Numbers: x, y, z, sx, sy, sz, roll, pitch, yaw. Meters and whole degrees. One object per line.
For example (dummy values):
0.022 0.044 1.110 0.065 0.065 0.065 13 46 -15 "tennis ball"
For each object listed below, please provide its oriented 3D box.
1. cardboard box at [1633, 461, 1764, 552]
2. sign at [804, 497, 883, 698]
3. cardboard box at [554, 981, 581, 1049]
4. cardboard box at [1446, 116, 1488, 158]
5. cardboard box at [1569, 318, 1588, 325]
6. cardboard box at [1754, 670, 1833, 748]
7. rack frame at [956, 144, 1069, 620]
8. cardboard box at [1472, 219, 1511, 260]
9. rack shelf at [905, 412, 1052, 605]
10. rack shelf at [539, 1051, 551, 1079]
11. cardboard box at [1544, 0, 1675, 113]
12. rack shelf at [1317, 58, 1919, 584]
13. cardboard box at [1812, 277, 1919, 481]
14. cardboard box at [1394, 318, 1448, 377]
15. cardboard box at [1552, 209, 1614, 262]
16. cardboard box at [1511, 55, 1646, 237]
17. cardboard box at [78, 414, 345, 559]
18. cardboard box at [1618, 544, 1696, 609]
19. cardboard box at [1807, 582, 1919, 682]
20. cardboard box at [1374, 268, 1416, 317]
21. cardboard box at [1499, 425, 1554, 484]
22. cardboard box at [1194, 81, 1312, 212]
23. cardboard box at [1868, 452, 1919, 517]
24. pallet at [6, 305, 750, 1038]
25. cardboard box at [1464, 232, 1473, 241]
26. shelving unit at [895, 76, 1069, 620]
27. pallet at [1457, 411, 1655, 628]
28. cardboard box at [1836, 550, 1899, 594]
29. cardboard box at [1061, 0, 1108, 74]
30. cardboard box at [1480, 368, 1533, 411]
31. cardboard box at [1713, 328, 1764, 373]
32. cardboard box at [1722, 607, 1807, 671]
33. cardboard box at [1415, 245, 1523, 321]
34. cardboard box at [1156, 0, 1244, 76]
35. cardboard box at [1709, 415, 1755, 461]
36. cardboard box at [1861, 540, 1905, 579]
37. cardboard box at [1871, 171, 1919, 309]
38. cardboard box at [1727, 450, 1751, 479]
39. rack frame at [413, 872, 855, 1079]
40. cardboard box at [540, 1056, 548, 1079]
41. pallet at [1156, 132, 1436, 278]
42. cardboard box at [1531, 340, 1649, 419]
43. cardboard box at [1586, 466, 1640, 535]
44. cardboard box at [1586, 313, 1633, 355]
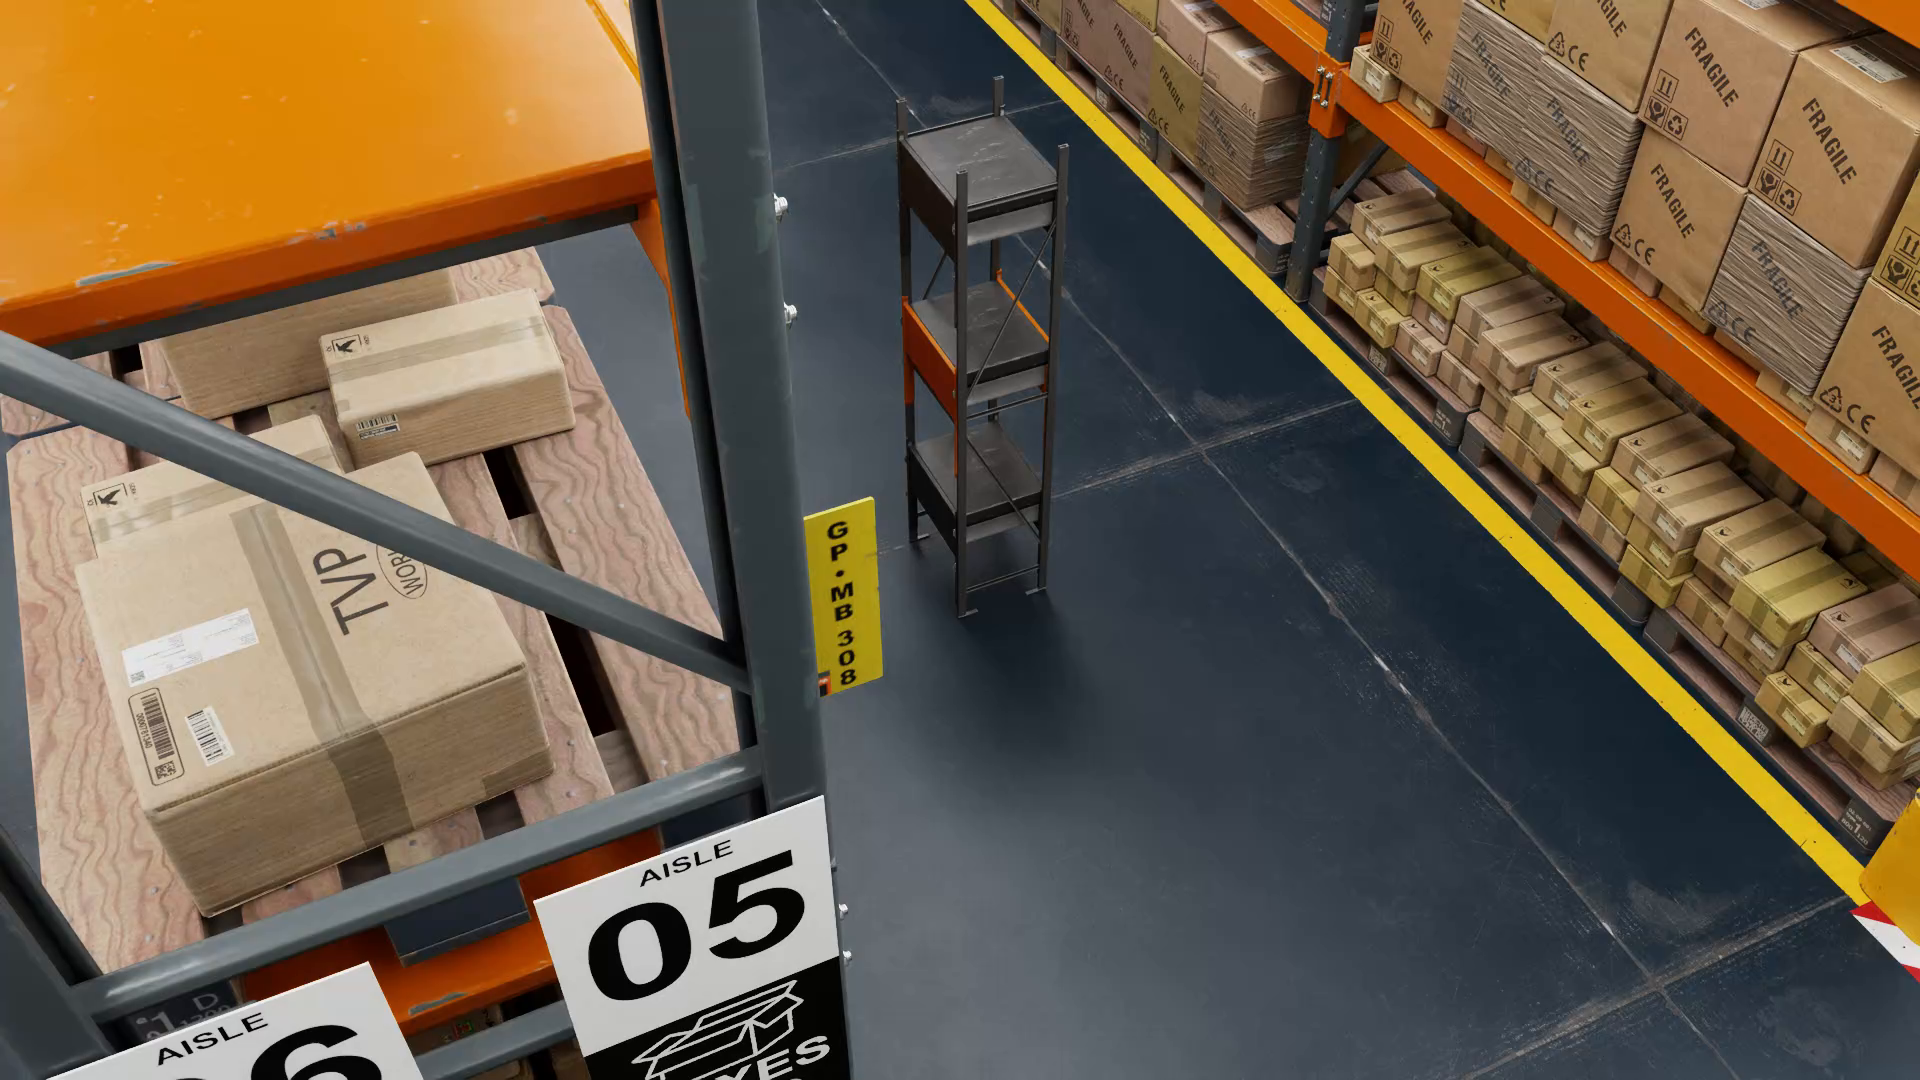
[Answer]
2.849 -0.132 6.424 0.380 0.149 0.250 -16 47 -16 "cardboard box"
-0.149 0.079 2.089 0.100 0.325 0.005 -18 47 -17 "sign"
-0.553 0.716 3.013 0.380 0.149 0.250 -17 47 -17 "cardboard box"
2.270 -1.765 6.951 0.380 0.149 0.250 -20 48 -19 "cardboard box"
2.803 -1.040 7.556 0.380 0.149 0.250 -18 47 -17 "cardboard box"
3.183 0.578 6.129 0.380 0.149 0.250 -17 47 -16 "cardboard box"
0.172 -0.486 6.117 0.400 2.100 0.015 -18 47 -17 "rack frame"
2.641 -1.474 7.785 0.380 0.149 0.250 -17 47 -17 "cardboard box"
0.070 -0.134 6.776 0.431 0.518 0.480 -18 47 -17 "rack shelf"
-1.496 0.628 4.859 1.077 0.370 4.000 -18 47 -17 "rack shelf"
2.496 -1.911 5.925 0.500 0.500 0.500 -17 47 -17 "cardboard box"
2.953 -0.898 6.406 1.077 0.370 4.000 -18 47 -17 "rack shelf"
3.160 -0.561 5.269 0.500 0.500 0.500 -19 48 -18 "cardboard box"
2.237 -0.924 7.650 0.380 0.149 0.250 -18 47 -18 "cardboard box"
2.532 -1.237 6.416 0.380 0.149 0.250 -16 47 -16 "cardboard box"
2.485 -1.536 6.256 0.500 0.500 0.500 -19 48 -18 "cardboard box"
-1.175 -0.021 2.677 0.380 0.149 0.250 -22 49 -20 "cardboard box"
2.871 0.086 6.626 0.380 0.149 0.250 -20 48 -19 "cardboard box"
3.288 0.334 5.952 0.380 0.149 0.250 -17 47 -17 "cardboard box"
2.162 -1.209 7.728 0.380 0.149 0.250 -18 47 -17 "cardboard box"
2.556 -0.422 7.141 0.380 0.149 0.250 -19 48 -18 "cardboard box"
1.572 -2.086 8.578 0.500 0.500 0.500 -19 48 -18 "cardboard box"
3.211 -0.240 5.405 0.380 0.149 0.250 -18 48 -18 "cardboard box"
-0.976 0.141 2.768 1.003 0.211 1.213 -18 47 -17 "pallet"
2.533 -1.563 8.086 0.380 0.149 0.250 -17 47 -17 "cardboard box"
0.070 -0.642 6.274 0.431 2.100 0.503 -18 47 -17 "shelving unit"
2.943 -0.240 7.212 1.003 0.211 1.213 -18 47 -17 "pallet"
3.559 0.149 6.351 0.380 0.149 0.250 -17 47 -17 "cardboard box"
0.931 -3.066 9.572 0.500 0.500 0.500 -19 48 -18 "cardboard box"
2.502 -0.709 7.221 0.380 0.149 0.250 -16 47 -16 "cardboard box"
2.939 -0.762 5.934 0.380 0.149 0.250 -20 48 -19 "cardboard box"
3.093 0.297 6.201 0.380 0.149 0.250 -20 48 -19 "cardboard box"
2.282 -1.155 7.461 0.380 0.149 0.250 -19 48 -18 "cardboard box"
1.365 -2.687 8.653 0.500 0.250 0.500 -16 47 -16 "cardboard box"
3.310 -0.493 6.790 0.380 0.149 0.250 -17 47 -17 "cardboard box"
3.667 0.001 6.289 0.380 0.149 0.250 -18 47 -18 "cardboard box"
3.163 -0.918 4.919 0.500 0.500 0.500 -20 48 -19 "cardboard box"
3.201 -0.348 6.855 0.380 0.149 0.250 -16 47 -15 "cardboard box"
-0.655 1.646 3.315 1.000 3.000 0.127 -18 47 -17 "rack frame"
-1.295 1.057 3.840 0.500 0.500 0.500 -19 48 -18 "cardboard box"
1.783 -1.932 8.927 1.003 0.211 1.213 -18 47 -17 "pallet"
2.635 -0.660 6.959 0.380 0.149 0.250 -20 48 -19 "cardboard box"
2.773 -0.198 6.703 0.380 0.149 0.250 -16 47 -15 "cardboard box"
2.988 -0.984 7.288 0.380 0.149 0.250 -20 48 -19 "cardboard box"
